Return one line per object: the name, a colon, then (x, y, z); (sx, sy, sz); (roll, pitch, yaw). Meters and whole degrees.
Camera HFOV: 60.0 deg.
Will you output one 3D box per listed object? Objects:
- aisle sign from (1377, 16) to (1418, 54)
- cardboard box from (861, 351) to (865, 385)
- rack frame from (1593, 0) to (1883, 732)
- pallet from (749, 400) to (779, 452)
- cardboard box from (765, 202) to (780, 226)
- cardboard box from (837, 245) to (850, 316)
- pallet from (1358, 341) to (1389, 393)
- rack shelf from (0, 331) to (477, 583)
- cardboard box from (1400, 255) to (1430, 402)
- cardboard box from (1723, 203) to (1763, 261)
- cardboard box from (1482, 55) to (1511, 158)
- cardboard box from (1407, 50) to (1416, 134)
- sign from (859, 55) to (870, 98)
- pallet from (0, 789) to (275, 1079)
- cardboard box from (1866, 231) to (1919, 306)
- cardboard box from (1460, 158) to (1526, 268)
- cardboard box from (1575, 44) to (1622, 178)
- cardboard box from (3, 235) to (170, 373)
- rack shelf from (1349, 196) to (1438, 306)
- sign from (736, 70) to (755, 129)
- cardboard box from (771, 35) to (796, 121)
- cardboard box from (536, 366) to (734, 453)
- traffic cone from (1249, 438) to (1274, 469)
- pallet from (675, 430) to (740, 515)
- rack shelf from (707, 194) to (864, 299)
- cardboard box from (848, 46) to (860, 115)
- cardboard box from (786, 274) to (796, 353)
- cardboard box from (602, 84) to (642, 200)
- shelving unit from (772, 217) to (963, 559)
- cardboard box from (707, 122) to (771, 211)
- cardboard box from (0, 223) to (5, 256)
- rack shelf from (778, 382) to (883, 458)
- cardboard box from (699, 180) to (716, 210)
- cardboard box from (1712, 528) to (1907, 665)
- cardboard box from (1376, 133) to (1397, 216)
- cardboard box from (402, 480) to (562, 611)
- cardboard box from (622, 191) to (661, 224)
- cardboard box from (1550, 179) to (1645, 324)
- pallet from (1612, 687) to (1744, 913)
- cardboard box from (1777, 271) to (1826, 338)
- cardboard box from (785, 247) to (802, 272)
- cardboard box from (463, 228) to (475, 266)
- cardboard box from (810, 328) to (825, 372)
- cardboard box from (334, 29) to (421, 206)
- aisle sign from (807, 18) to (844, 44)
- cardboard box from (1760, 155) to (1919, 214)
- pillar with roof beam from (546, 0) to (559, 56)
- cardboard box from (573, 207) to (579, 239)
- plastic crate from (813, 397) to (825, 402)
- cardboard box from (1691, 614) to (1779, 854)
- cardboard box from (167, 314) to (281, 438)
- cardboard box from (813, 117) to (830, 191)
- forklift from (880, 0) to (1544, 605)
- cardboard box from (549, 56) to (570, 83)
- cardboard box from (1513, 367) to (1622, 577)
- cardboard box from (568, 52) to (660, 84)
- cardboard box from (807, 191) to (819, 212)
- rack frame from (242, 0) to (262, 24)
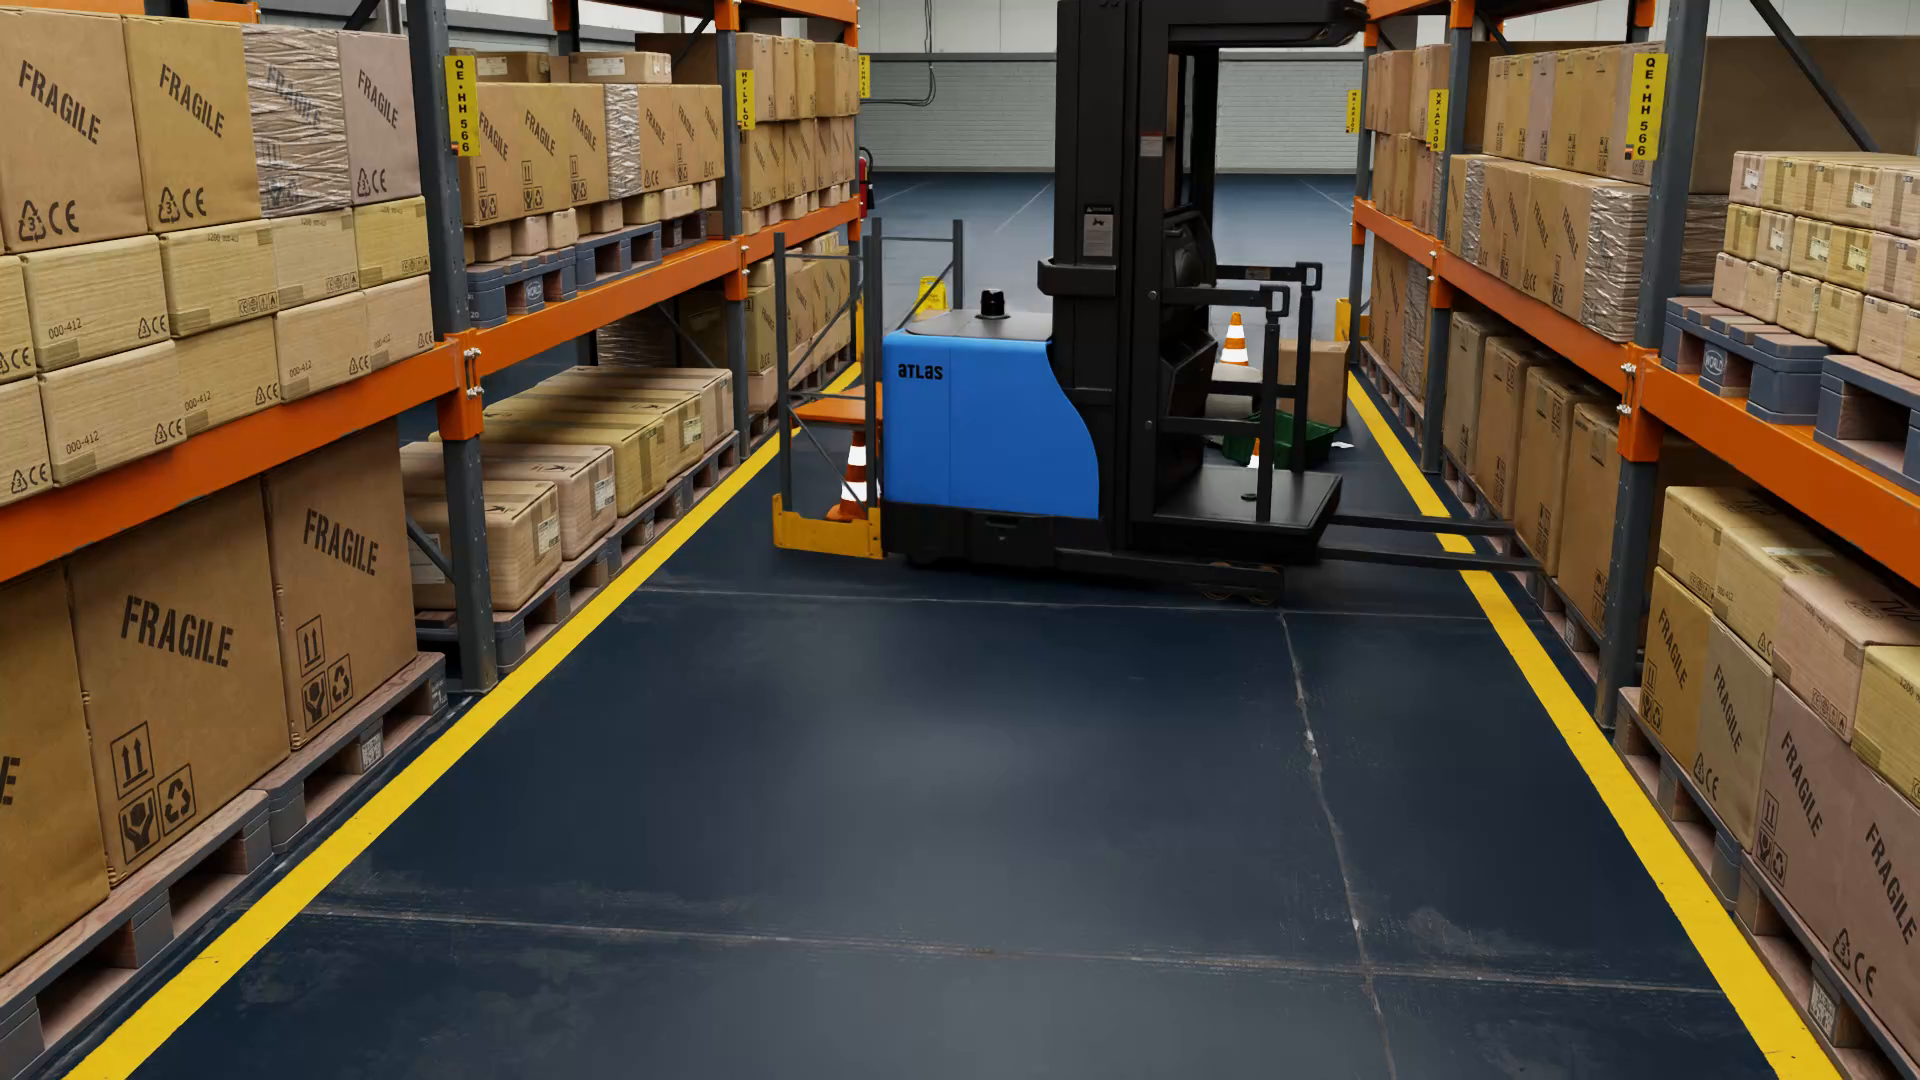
aisle sign: (3.326, -4.146, 12.769); (0.394, 0.787, 0.004); (2, 15, 6)
cardboard box: (-0.292, -0.979, 10.819); (0.500, 0.500, 0.500); (-14, 20, -42)
rack frame: (2.714, -0.789, 5.334); (1.000, 3.000, 0.127); (2, 15, 6)
pallet: (-1.724, -0.775, 10.625); (1.003, 0.211, 1.213); (2, 15, 6)
cardboard box: (-1.371, -2.097, 10.653); (0.380, 0.149, 0.250); (2, 15, 8)
cardboard box: (-1.145, -2.006, 12.859); (0.500, 0.500, 0.500); (2, 15, 7)
pallet: (3.604, -1.308, 12.596); (1.003, 0.211, 1.213); (2, 15, 6)
rack shelf: (-2.442, -0.043, 3.952); (1.077, 0.370, 4.000); (2, 15, 6)
cardboard box: (3.403, -1.399, 10.854); (0.875, 0.875, 0.875); (2, 15, 7)
cardboard box: (2.460, -0.895, 4.832); (0.380, 0.149, 0.250); (2, 15, 9)
cardboard box: (3.115, -2.229, 8.551); (0.700, 0.500, 0.500); (1, 15, 5)
cardboard box: (3.437, -2.935, 10.913); (0.875, 0.550, 0.500); (2, 15, 6)
sign: (-0.764, -3.674, 13.178); (0.100, 0.325, 0.005); (2, 15, 6)
pallet: (-2.520, 0.955, 4.226); (1.003, 0.211, 1.213); (2, 15, 6)
cardboard box: (2.347, -0.625, 3.834); (0.380, 0.149, 0.250); (2, 15, 6)
cardboard box: (2.782, -1.616, 8.199); (0.500, 0.500, 0.500); (2, 15, 7)
cardboard box: (2.886, -1.701, 6.598); (0.700, 0.500, 0.500); (1, 15, 5)
cardboard box: (-2.168, -0.544, 3.755); (0.500, 0.250, 0.500); (1, 15, 5)
rack shelf: (3.391, -1.998, 11.183); (1.077, 0.370, 4.000); (2, 15, 6)
sign: (-1.213, -2.490, 9.405); (0.100, 0.325, 0.005); (2, 15, 6)
cardboard box: (-1.420, -2.860, 10.317); (0.700, 0.500, 0.500); (2, 15, 7)
cardboard box: (-1.822, -0.744, 9.398); (0.950, 0.372, 0.625); (2, 15, 7)
traffic cone: (1.513, -0.299, 8.380); (0.336, 0.463, 0.334); (2, 15, 6)
pallet: (-1.851, -0.398, 9.230); (1.003, 0.211, 1.213); (2, 15, 6)
rack shelf: (-1.539, -2.118, 11.626); (1.077, 0.370, 4.000); (2, 15, 6)
cardboard box: (-1.154, -3.519, 12.754); (0.700, 0.500, 0.500); (1, 15, 5)
cardboard box: (-1.381, -1.468, 10.871); (0.500, 0.500, 0.500); (2, 15, 9)
cardboard box: (-1.766, -1.816, 7.566); (0.500, 0.500, 0.500); (1, 15, 4)
shelving unit: (-0.426, -0.790, 8.211); (0.587, 1.500, 1.083); (6, 16, 22)
cardboard box: (-1.438, -2.244, 9.953); (0.500, 0.500, 0.500); (2, 15, 6)
cardboard box: (-2.243, -0.771, 3.159); (0.500, 0.500, 0.500); (1, 15, 5)
rack shelf: (-0.422, -0.619, 8.266); (0.538, 0.185, 1.000); (6, 16, 22)
cardboard box: (-1.549, -1.886, 9.068); (0.380, 0.149, 0.250); (2, 15, 7)
cardboard box: (2.338, 0.156, 4.387); (0.500, 0.250, 0.500); (2, 15, 6)
cardboard box: (3.391, -2.554, 11.574); (0.875, 0.550, 0.550); (2, 15, 6)
cardboard box: (-2.142, 0.011, 6.606); (0.950, 0.372, 0.625); (1, 15, 2)
cardboard box: (-1.678, -1.622, 8.091); (0.380, 0.149, 0.250); (2, 15, 6)
cardboard box: (2.555, -1.092, 6.261); (0.500, 0.500, 0.500); (2, 15, 6)
pallet: (2.624, 0.759, 4.949); (1.003, 0.211, 1.213); (2, 15, 6)
cardboard box: (2.402, -0.621, 4.389); (0.380, 0.149, 0.250); (2, 15, 9)
cardboard box: (-1.273, -1.876, 11.136); (0.380, 0.149, 0.250); (3, 15, 9)
cardboard box: (-1.995, -1.069, 6.046); (0.380, 0.149, 0.250); (1, 15, 3)
cardboard box: (-1.257, -1.372, 11.951); (0.500, 0.250, 0.500); (1, 15, 4)
cardboard box: (-2.015, -1.298, 5.109); (0.500, 0.500, 0.500); (1, 15, 5)
aisle sign: (-1.018, -4.246, 13.139); (0.394, 0.787, 0.004); (2, 15, 6)
cardboard box: (2.441, -0.974, 4.555); (0.380, 0.149, 0.250); (1, 15, 5)
pillar with roof beam: (-1.588, -8.856, 23.675); (9.100, 9.000, 0.400); (2, 15, 6)
cardboard box: (-1.852, -1.347, 7.072); (0.380, 0.149, 0.250); (3, 15, 10)
plastic crate: (-0.773, -0.920, 11.411); (0.402, 0.080, 0.583); (-4, 16, -13)
cardboard box: (2.327, 0.521, 4.473); (0.500, 0.500, 0.500); (2, 15, 7)
cardboard box: (-2.130, -0.435, 4.310); (0.500, 0.250, 0.500); (2, 15, 6)
cardboard box: (-1.222, -2.767, 11.888); (0.500, 0.500, 0.500); (2, 15, 6)
forklift: (1.205, -1.293, 7.328); (3.031, 2.935, 1.130); (5, 16, 19)
cardboard box: (-2.169, -2.542, 9.009); (0.380, 0.149, 0.250); (2, 15, 6)
cardboard box: (2.967, -0.288, 6.986); (1.050, 0.750, 0.750); (2, 15, 7)
cardboard box: (-1.665, -2.277, 8.027); (0.380, 0.149, 0.250); (1, 15, 4)
cardboard box: (-1.218, -2.425, 11.866); (0.380, 0.149, 0.250); (2, 15, 6)
rack frame: (-6.246, -3.129, 13.987); (1.000, 3.000, 0.127); (2, 15, 6)
